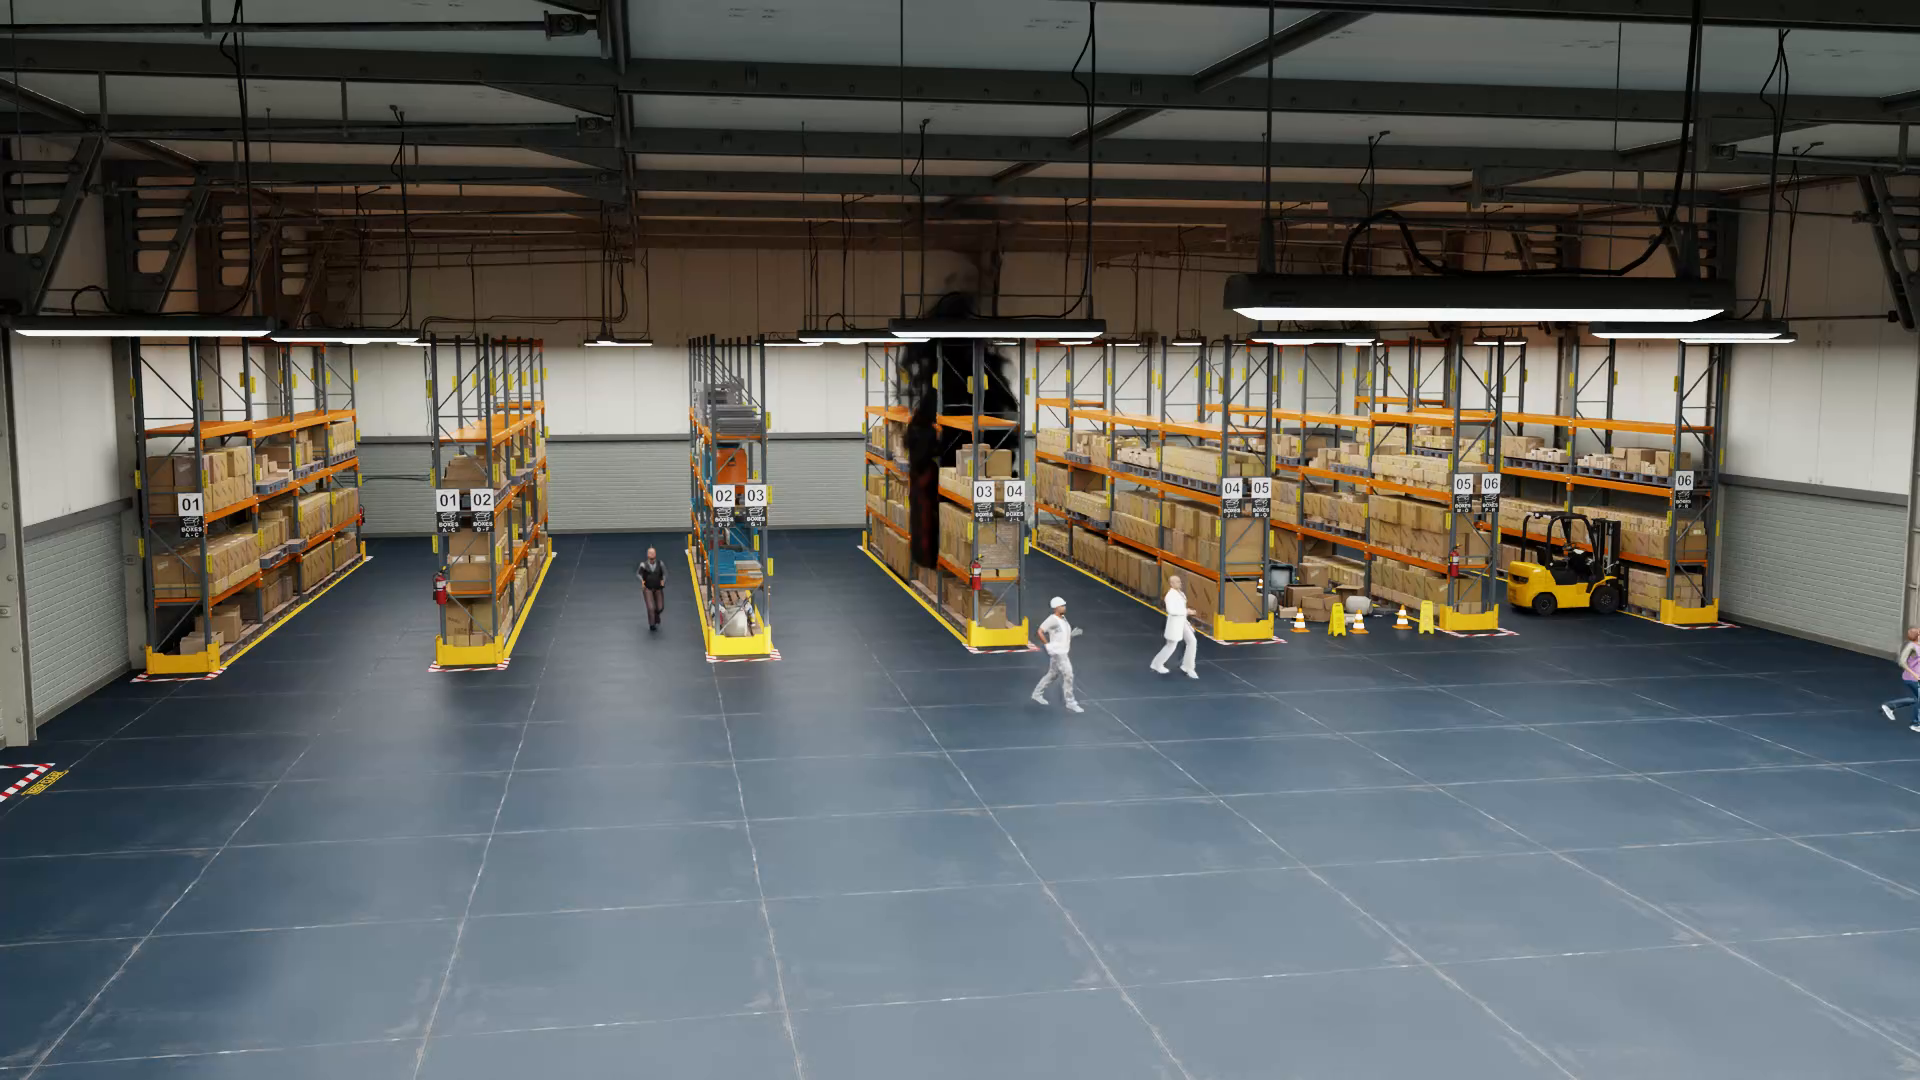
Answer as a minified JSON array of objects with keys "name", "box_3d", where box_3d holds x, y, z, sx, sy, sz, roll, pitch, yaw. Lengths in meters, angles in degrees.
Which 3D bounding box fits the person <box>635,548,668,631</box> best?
[{"name":"person","box_3d":[-6.290,1.003,33.993,0.657,1.670,0.612,-2,7,-18]}]

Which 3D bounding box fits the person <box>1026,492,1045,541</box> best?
[{"name":"person","box_3d":[2.333,-0.844,49.754,0.699,1.800,0.718,-3,7,-24]}]

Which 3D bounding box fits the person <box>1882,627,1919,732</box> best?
[{"name":"person","box_3d":[14.290,2.091,25.037,0.660,1.587,0.531,5,8,39]}]

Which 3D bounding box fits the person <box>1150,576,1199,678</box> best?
[{"name":"person","box_3d":[3.780,1.526,29.198,0.866,1.826,0.719,4,8,32]}]

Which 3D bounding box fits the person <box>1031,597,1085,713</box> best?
[{"name":"person","box_3d":[1.554,1.807,26.327,0.897,1.818,0.671,1,7,13]}]
